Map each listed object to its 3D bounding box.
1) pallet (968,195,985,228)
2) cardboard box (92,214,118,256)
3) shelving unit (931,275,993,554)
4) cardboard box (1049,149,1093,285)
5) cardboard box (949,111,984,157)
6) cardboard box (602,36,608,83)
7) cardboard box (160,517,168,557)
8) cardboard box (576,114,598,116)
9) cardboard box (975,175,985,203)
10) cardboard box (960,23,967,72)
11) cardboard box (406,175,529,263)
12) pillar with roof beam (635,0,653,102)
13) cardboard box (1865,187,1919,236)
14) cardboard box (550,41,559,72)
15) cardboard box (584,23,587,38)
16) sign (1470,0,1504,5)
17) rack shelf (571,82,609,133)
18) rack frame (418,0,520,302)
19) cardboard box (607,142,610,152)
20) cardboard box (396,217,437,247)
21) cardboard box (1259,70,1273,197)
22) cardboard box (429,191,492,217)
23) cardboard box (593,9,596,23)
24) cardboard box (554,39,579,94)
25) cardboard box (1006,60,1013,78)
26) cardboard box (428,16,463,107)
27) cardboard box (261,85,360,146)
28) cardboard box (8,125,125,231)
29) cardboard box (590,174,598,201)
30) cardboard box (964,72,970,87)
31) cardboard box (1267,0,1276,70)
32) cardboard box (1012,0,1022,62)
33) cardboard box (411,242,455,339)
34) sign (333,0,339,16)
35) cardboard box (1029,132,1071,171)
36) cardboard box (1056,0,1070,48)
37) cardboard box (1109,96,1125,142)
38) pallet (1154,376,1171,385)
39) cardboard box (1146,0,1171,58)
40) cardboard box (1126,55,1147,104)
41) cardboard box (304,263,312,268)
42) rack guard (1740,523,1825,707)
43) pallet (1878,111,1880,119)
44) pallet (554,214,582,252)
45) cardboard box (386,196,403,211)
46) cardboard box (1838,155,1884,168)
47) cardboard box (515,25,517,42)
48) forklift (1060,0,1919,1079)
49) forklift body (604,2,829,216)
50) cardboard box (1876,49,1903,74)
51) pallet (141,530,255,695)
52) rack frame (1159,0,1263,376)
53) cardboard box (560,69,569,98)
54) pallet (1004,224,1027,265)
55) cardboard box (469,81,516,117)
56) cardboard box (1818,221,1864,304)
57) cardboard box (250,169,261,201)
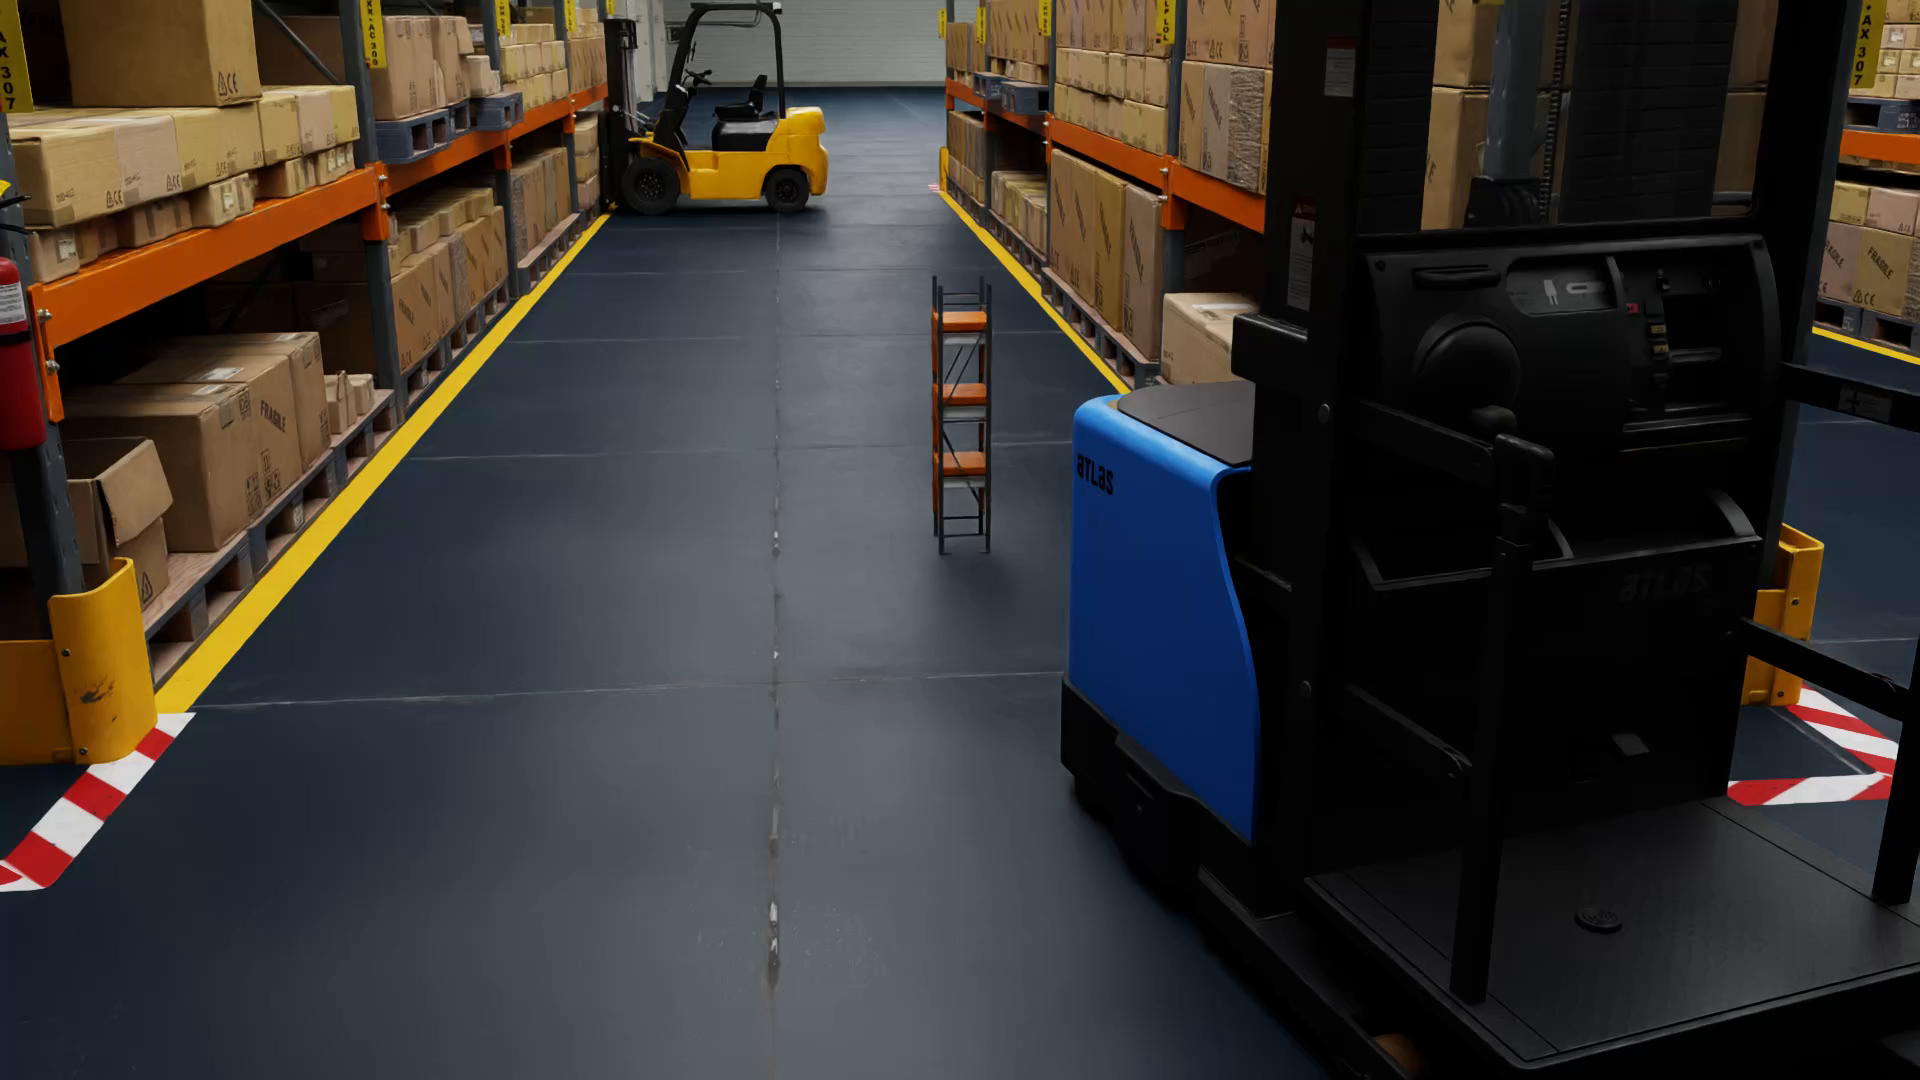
[{"bbox_3d":[0.645,-3.412,17.193,1.003,0.211,1.213,-2,18,-6],"label":"pallet"},{"bbox_3d":[-2.845,-0.952,5.121,0.380,0.149,0.250,-2,18,-6],"label":"cardboard box"},{"bbox_3d":[0.006,-0.485,6.469,0.215,1.050,0.252,-2,18,-6],"label":"shelving unit"},{"bbox_3d":[1.151,-2.330,11.937,0.875,0.875,0.875,-2,18,-6],"label":"cardboard box"},{"bbox_3d":[0.148,-4.726,19.359,0.500,0.500,0.500,-2,18,-7],"label":"cardboard box"},{"bbox_3d":[-4.288,-5.490,18.990,0.500,0.500,0.500,-2,18,-7],"label":"cardboard box"},{"bbox_3d":[-2.924,0.033,5.623,0.380,0.149,0.250,-2,18,-8],"label":"cardboard box"},{"bbox_3d":[-4.184,-4.667,18.755,0.500,0.250,0.500,-1,17,-5],"label":"cardboard box"},{"bbox_3d":[0.421,-3.600,17.025,0.500,0.250,0.500,-1,17,-3],"label":"cardboard box"},{"bbox_3d":[0.281,-5.318,17.945,0.500,0.500,0.500,-2,18,-7],"label":"cardboard box"},{"bbox_3d":[-3.826,-2.451,12.740,0.875,0.625,0.625,-1,17,-4],"label":"cardboard box"},{"bbox_3d":[-3.618,-15.491,40.997,9.100,9.000,0.400,-2,18,-6],"label":"pillar with roof beam"},{"bbox_3d":[6.120,-2.076,10.503,0.500,0.250,0.500,-1,17,-3],"label":"cardboard box"},{"bbox_3d":[-3.822,-4.265,14.669,0.500,0.250,0.500,-2,18,-7],"label":"cardboard box"},{"bbox_3d":[-4.098,-5.311,17.335,0.380,0.149,0.250,-2,18,-7],"label":"cardboard box"},{"bbox_3d":[1.446,-1.621,4.505,0.100,0.325,0.005,-2,18,-6],"label":"sign"},{"bbox_3d":[-4.394,-4.642,17.656,1.077,0.370,4.000,-2,18,-6],"label":"rack shelf"},{"bbox_3d":[-3.775,-3.197,11.854,1.000,3.000,0.127,-2,18,-6],"label":"rack frame"},{"bbox_3d":[-4.124,-4.270,18.324,0.500,0.250,0.500,-2,18,-7],"label":"cardboard box"},{"bbox_3d":[-3.332,-1.825,9.872,0.380,0.149,0.250,-1,17,-4],"label":"cardboard box"},{"bbox_3d":[1.508,-1.608,6.624,0.500,0.500,0.500,-1,17,-4],"label":"cardboard box"},{"bbox_3d":[-3.413,-2.295,11.368,0.380,0.149,0.250,-3,18,-9],"label":"cardboard box"},{"bbox_3d":[-4.154,-5.679,18.013,0.380,0.149,0.250,-1,17,-4],"label":"cardboard box"},{"bbox_3d":[-3.973,-4.577,16.082,0.500,0.500,0.500,-2,18,-7],"label":"cardboard box"},{"bbox_3d":[0.599,-4.060,14.321,0.380,0.149,0.250,-1,17,-4],"label":"cardboard box"},{"bbox_3d":[-3.324,-2.793,9.697,0.700,0.500,0.500,-2,18,-6],"label":"cardboard box"},{"bbox_3d":[-3.067,-1.932,7.576,0.500,0.250,0.500,-1,17,-4],"label":"cardboard box"},{"bbox_3d":[-2.729,-1.028,4.697,0.500,0.250,0.500,-2,18,-5],"label":"cardboard box"},{"bbox_3d":[-3.976,-3.583,16.971,0.500,0.250,0.500,-2,18,-7],"label":"cardboard box"},{"bbox_3d":[0.246,-4.965,17.905,0.380,0.149,0.250,-2,18,-5],"label":"cardboard box"},{"bbox_3d":[1.520,-2.082,6.463,0.500,0.500,0.500,-2,18,-6],"label":"cardboard box"},{"bbox_3d":[0.721,-4.173,13.596,0.500,0.500,0.500,-3,18,-9],"label":"cardboard box"},{"bbox_3d":[-3.300,-1.472,9.829,0.500,0.500,0.500,-2,18,-7],"label":"cardboard box"},{"bbox_3d":[-4.327,-3.732,11.623,0.100,0.325,0.005,-2,18,-6],"label":"sign"},{"bbox_3d":[0.957,-3.974,16.965,0.500,0.500,0.500,-1,17,-3],"label":"cardboard box"},{"bbox_3d":[0.970,-3.722,11.689,0.500,0.500,0.500,-2,18,-7],"label":"cardboard box"},{"bbox_3d":[1.193,-2.517,9.937,0.500,0.250,0.500,-2,18,-7],"label":"cardboard box"},{"bbox_3d":[1.575,-0.601,8.238,1.003,0.211,1.213,-2,18,-6],"label":"pallet"},{"bbox_3d":[1.279,-2.810,8.784,0.500,0.500,0.500,-1,17,-4],"label":"cardboard box"},{"bbox_3d":[1.228,-2.600,9.365,0.500,0.250,0.500,-1,17,-4],"label":"cardboard box"},{"bbox_3d":[-3.750,-1.299,9.278,0.500,0.500,0.500,-3,18,-8],"label":"cardboard box"},{"bbox_3d":[1.990,0.231,5.105,1.175,0.500,0.348,-2,18,-6],"label":"rack guard"},{"bbox_3d":[6.255,-3.234,12.292,1.213,0.211,1.003,-2,18,-6],"label":"pallet"},{"bbox_3d":[-4.073,-2.840,15.372,1.003,0.211,1.213,-2,18,-6],"label":"pallet"},{"bbox_3d":[-3.925,-2.198,11.060,0.380,0.149,0.250,-2,17,-5],"label":"cardboard box"},{"bbox_3d":[10.396,-4.331,18.936,0.500,0.500,0.500,-3,18,-11],"label":"cardboard box"},{"bbox_3d":[-3.691,-3.965,13.050,0.380,0.149,0.250,-2,17,-5],"label":"cardboard box"},{"bbox_3d":[1.261,-0.379,2.990,1.130,2.935,3.031,-6,19,-19],"label":"forklift"},{"bbox_3d":[-2.590,-4.667,17.953,2.313,2.155,1.214,-2,18,-6],"label":"forklift body"},{"bbox_3d":[6.111,-3.071,10.672,0.380,0.149,0.250,-2,18,-5],"label":"cardboard box"},{"bbox_3d":[-3.041,0.257,5.508,1.003,0.211,1.213,-2,18,-6],"label":"pallet"},{"bbox_3d":[1.575,-2.160,8.550,1.000,3.000,0.127,-2,18,-6],"label":"rack frame"},{"bbox_3d":[-3.875,-4.176,15.220,0.500,0.250,0.500,-1,17,-4],"label":"cardboard box"},{"bbox_3d":[0.960,-2.617,14.660,1.003,0.211,1.213,-2,18,-6],"label":"pallet"},{"bbox_3d":[-3.578,-3.266,12.321,0.500,0.250,0.500,-2,18,-5],"label":"cardboard box"},{"bbox_3d":[6.060,-1.869,11.096,0.500,0.500,0.500,-2,18,-7],"label":"cardboard box"},{"bbox_3d":[-3.009,-1.410,6.581,0.380,0.149,0.250,-2,17,-5],"label":"cardboard box"}]
